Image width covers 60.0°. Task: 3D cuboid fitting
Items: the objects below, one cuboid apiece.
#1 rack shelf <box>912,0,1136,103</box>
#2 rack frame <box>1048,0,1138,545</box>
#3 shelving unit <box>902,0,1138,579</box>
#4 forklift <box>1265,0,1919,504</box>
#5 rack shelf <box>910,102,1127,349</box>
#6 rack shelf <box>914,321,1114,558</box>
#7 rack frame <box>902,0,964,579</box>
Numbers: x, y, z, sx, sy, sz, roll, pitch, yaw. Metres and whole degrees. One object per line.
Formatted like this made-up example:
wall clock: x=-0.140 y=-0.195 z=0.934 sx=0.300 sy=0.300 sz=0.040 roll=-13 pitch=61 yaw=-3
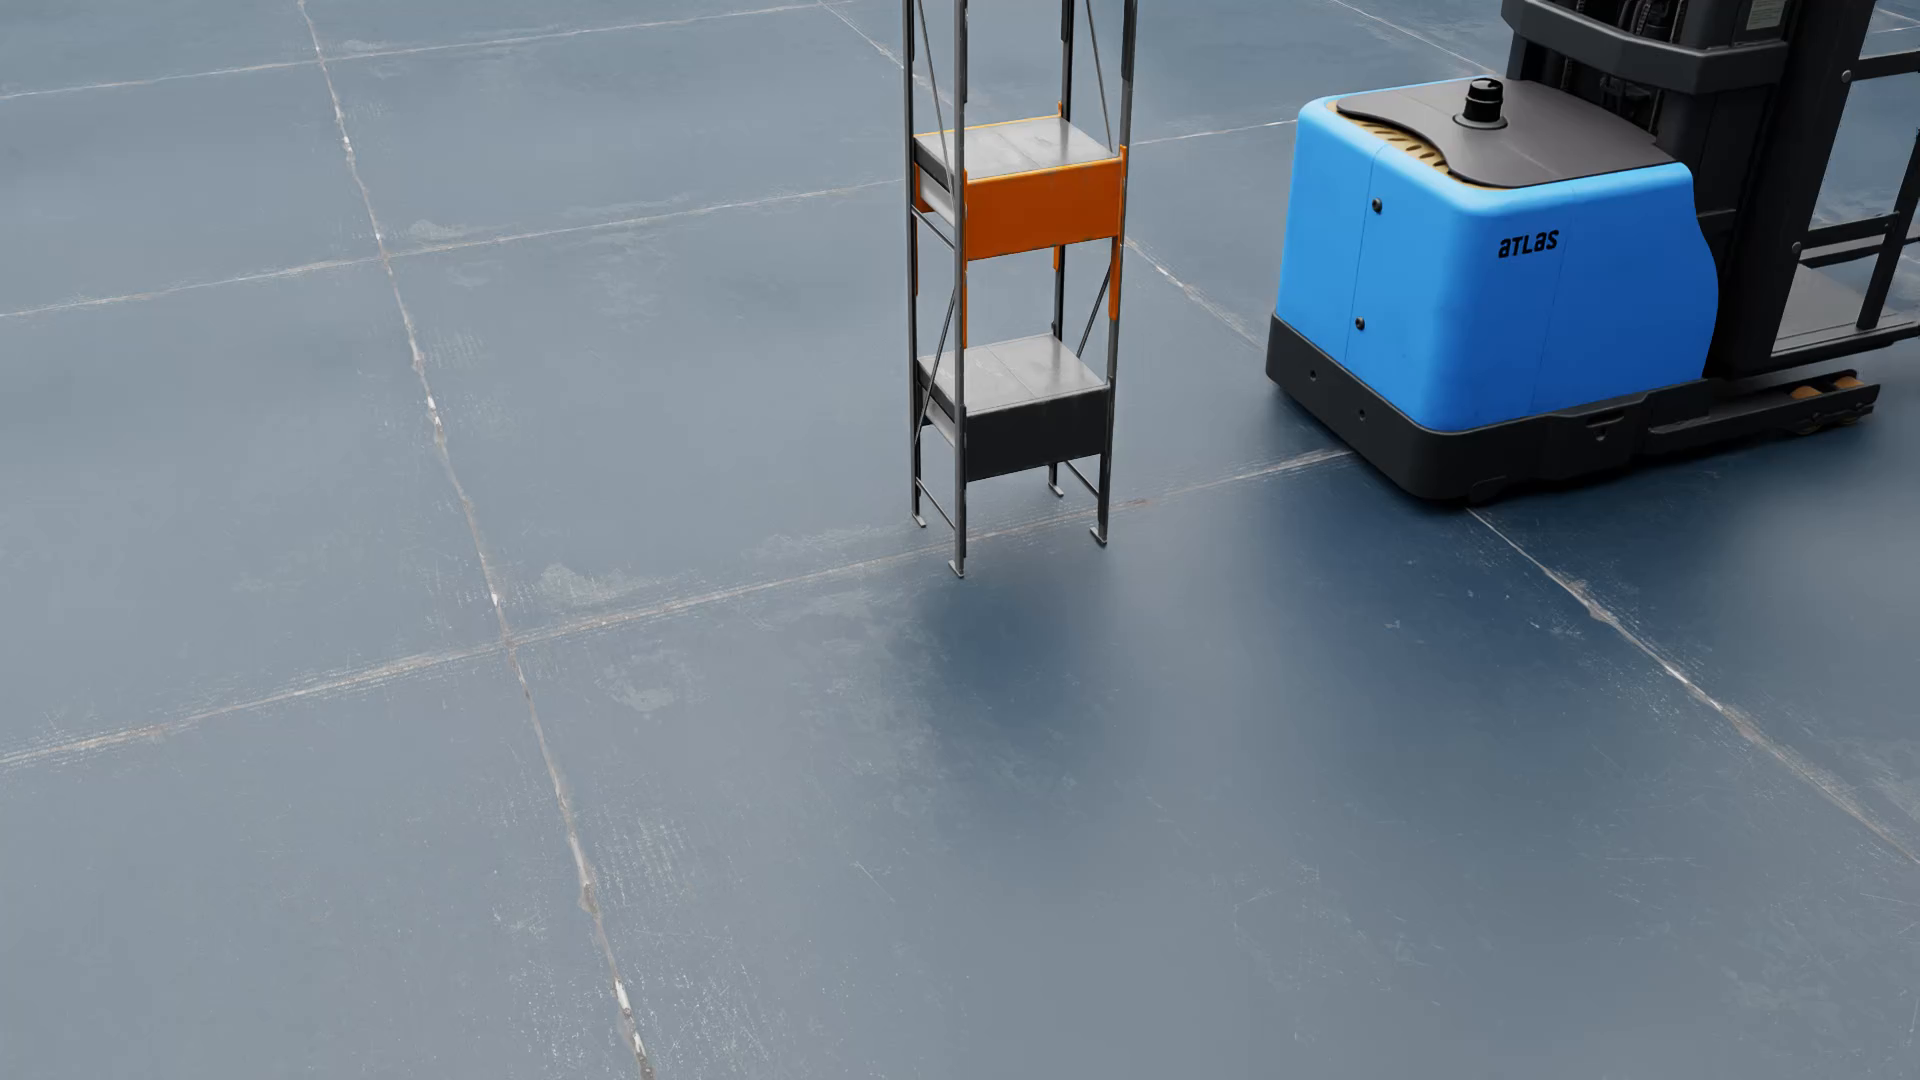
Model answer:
rack shelf: x=0.153 y=-1.490 z=4.357 sx=0.480 sy=0.518 sz=0.431 roll=-13 pitch=35 yaw=-19
rack frame: x=0.378 y=-0.967 z=4.810 sx=0.015 sy=2.100 sz=0.400 roll=-13 pitch=35 yaw=-19
shelving unit: x=0.153 y=-0.915 z=4.731 sx=0.503 sy=2.100 sz=0.431 roll=-13 pitch=35 yaw=-19
forklift: x=2.681 y=-1.851 z=5.408 sx=3.031 sy=2.935 sz=1.130 roll=-12 pitch=35 yaw=-18
rack shelf: x=0.153 y=-0.904 z=4.738 sx=0.480 sy=0.518 sz=0.431 roll=-13 pitch=35 yaw=-19
rack shelf: x=0.153 y=-0.317 z=5.120 sx=0.480 sy=0.518 sz=0.431 roll=-13 pitch=35 yaw=-19
rack frame: x=-0.072 y=-0.864 z=4.652 sx=0.015 sy=2.100 sz=0.400 roll=-13 pitch=35 yaw=-19
